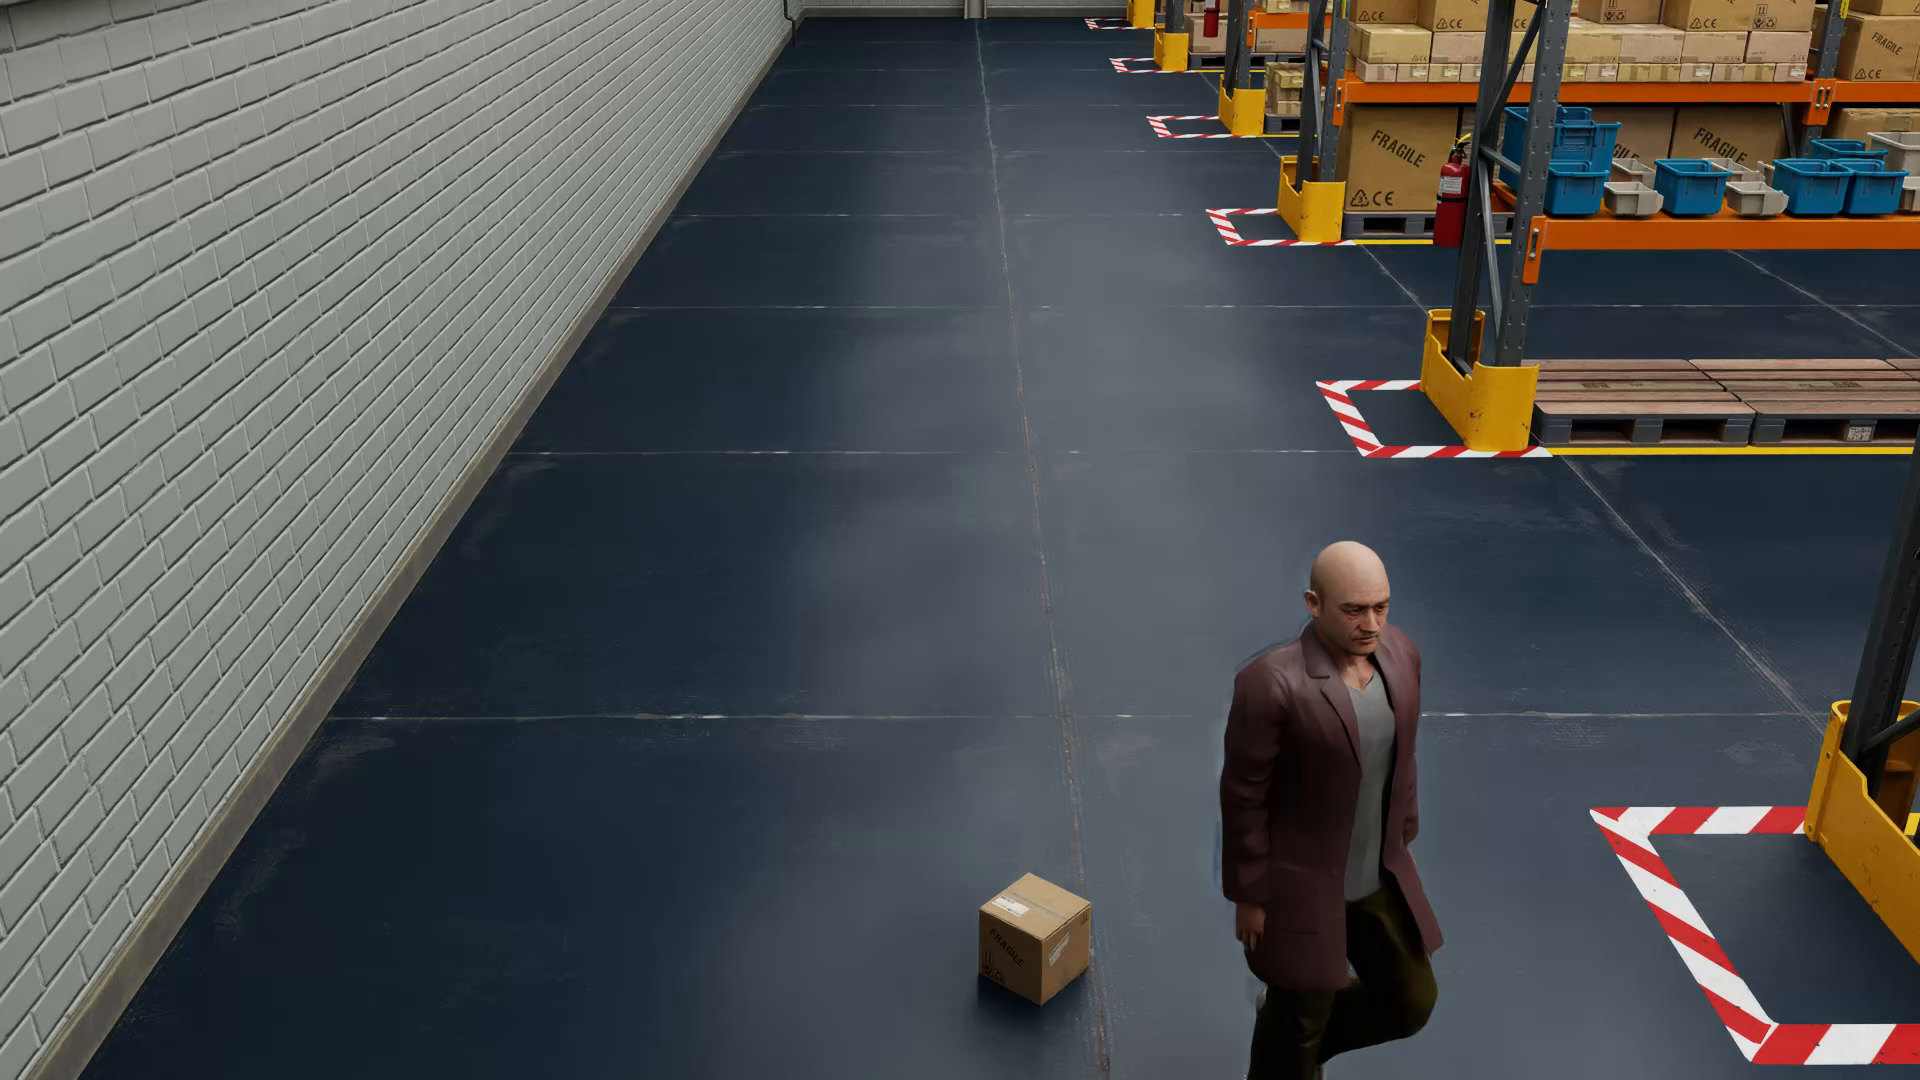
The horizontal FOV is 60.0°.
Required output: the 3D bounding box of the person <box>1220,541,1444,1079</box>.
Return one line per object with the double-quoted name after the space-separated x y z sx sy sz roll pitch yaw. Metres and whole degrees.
0.920 0.829 4.168 0.607 1.775 0.525 -12 26 -25 "person"
